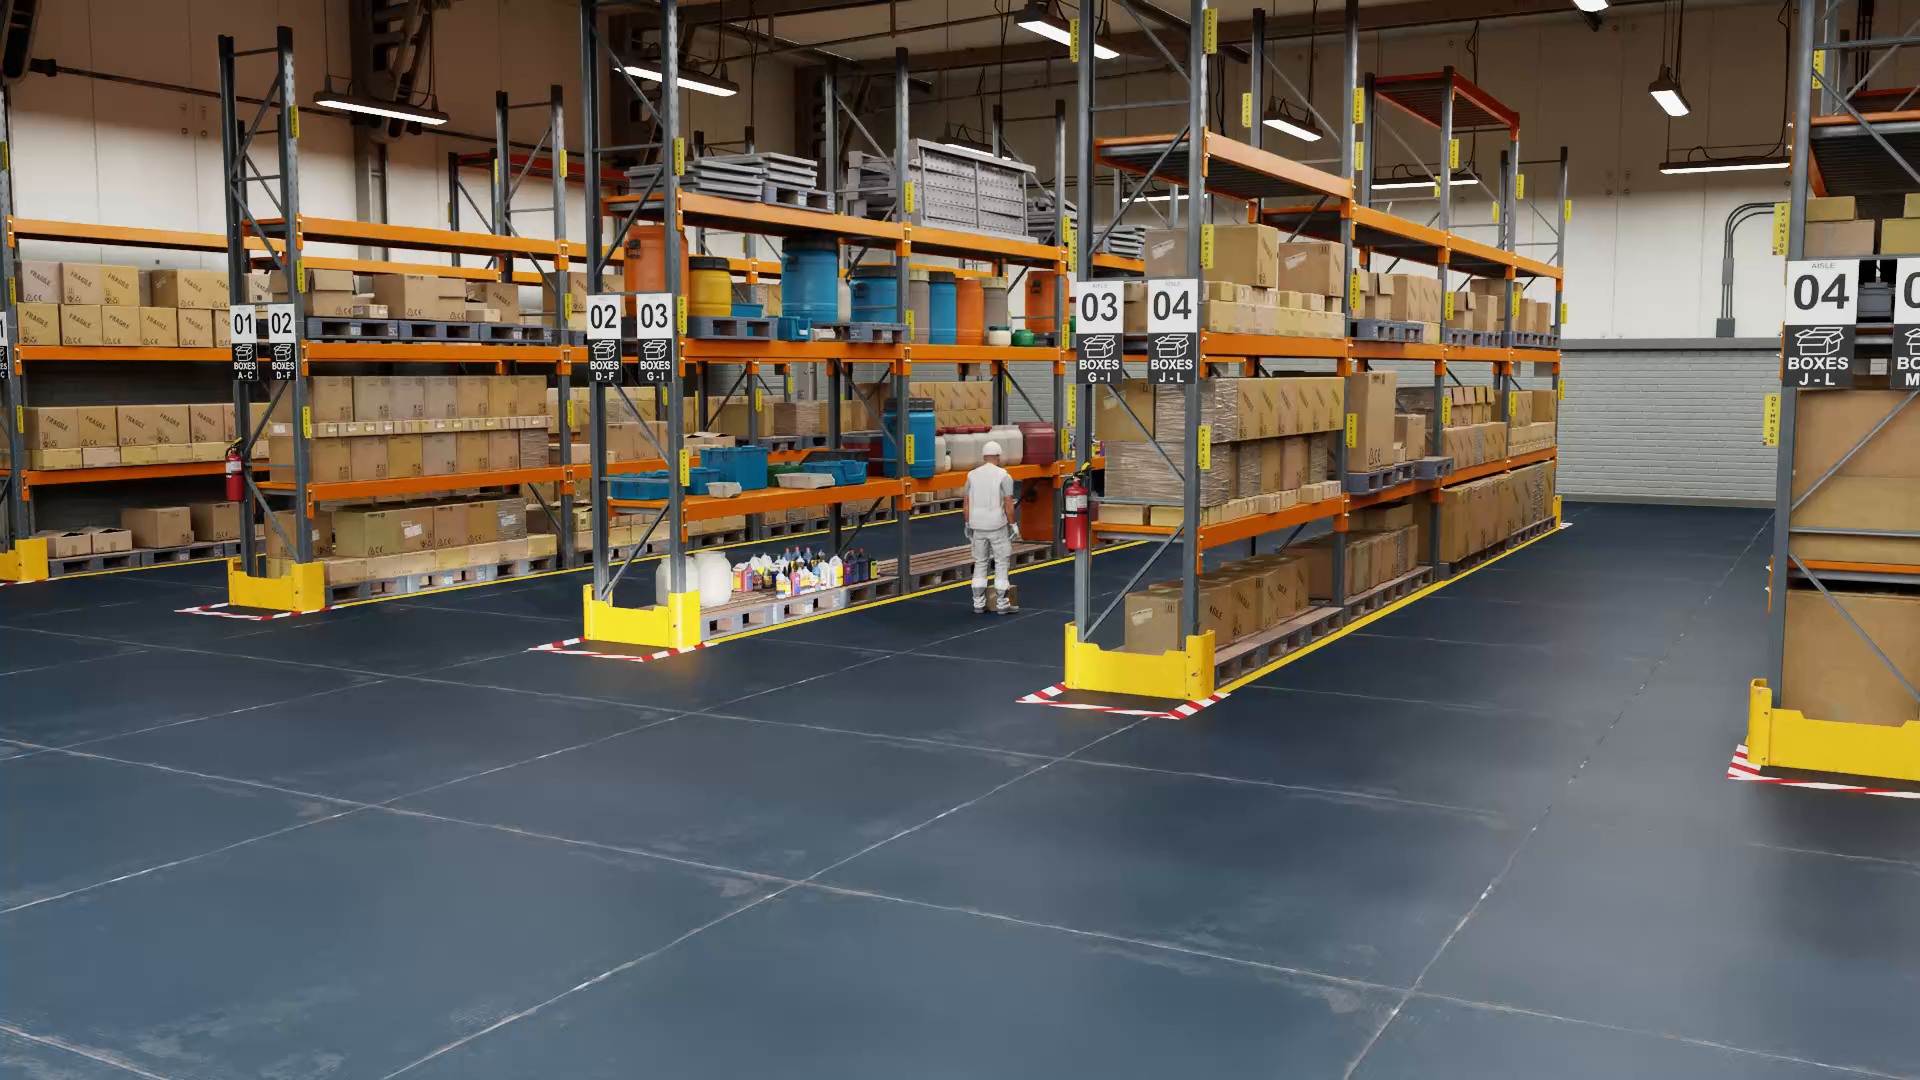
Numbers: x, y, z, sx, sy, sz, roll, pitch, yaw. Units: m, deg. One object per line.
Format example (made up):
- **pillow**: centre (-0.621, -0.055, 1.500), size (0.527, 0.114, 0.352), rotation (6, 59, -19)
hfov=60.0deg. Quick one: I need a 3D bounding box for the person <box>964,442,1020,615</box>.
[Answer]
- **person**: centre (0.326, -0.129, 17.262), size (0.612, 1.779, 0.455), rotation (3, 7, 28)
